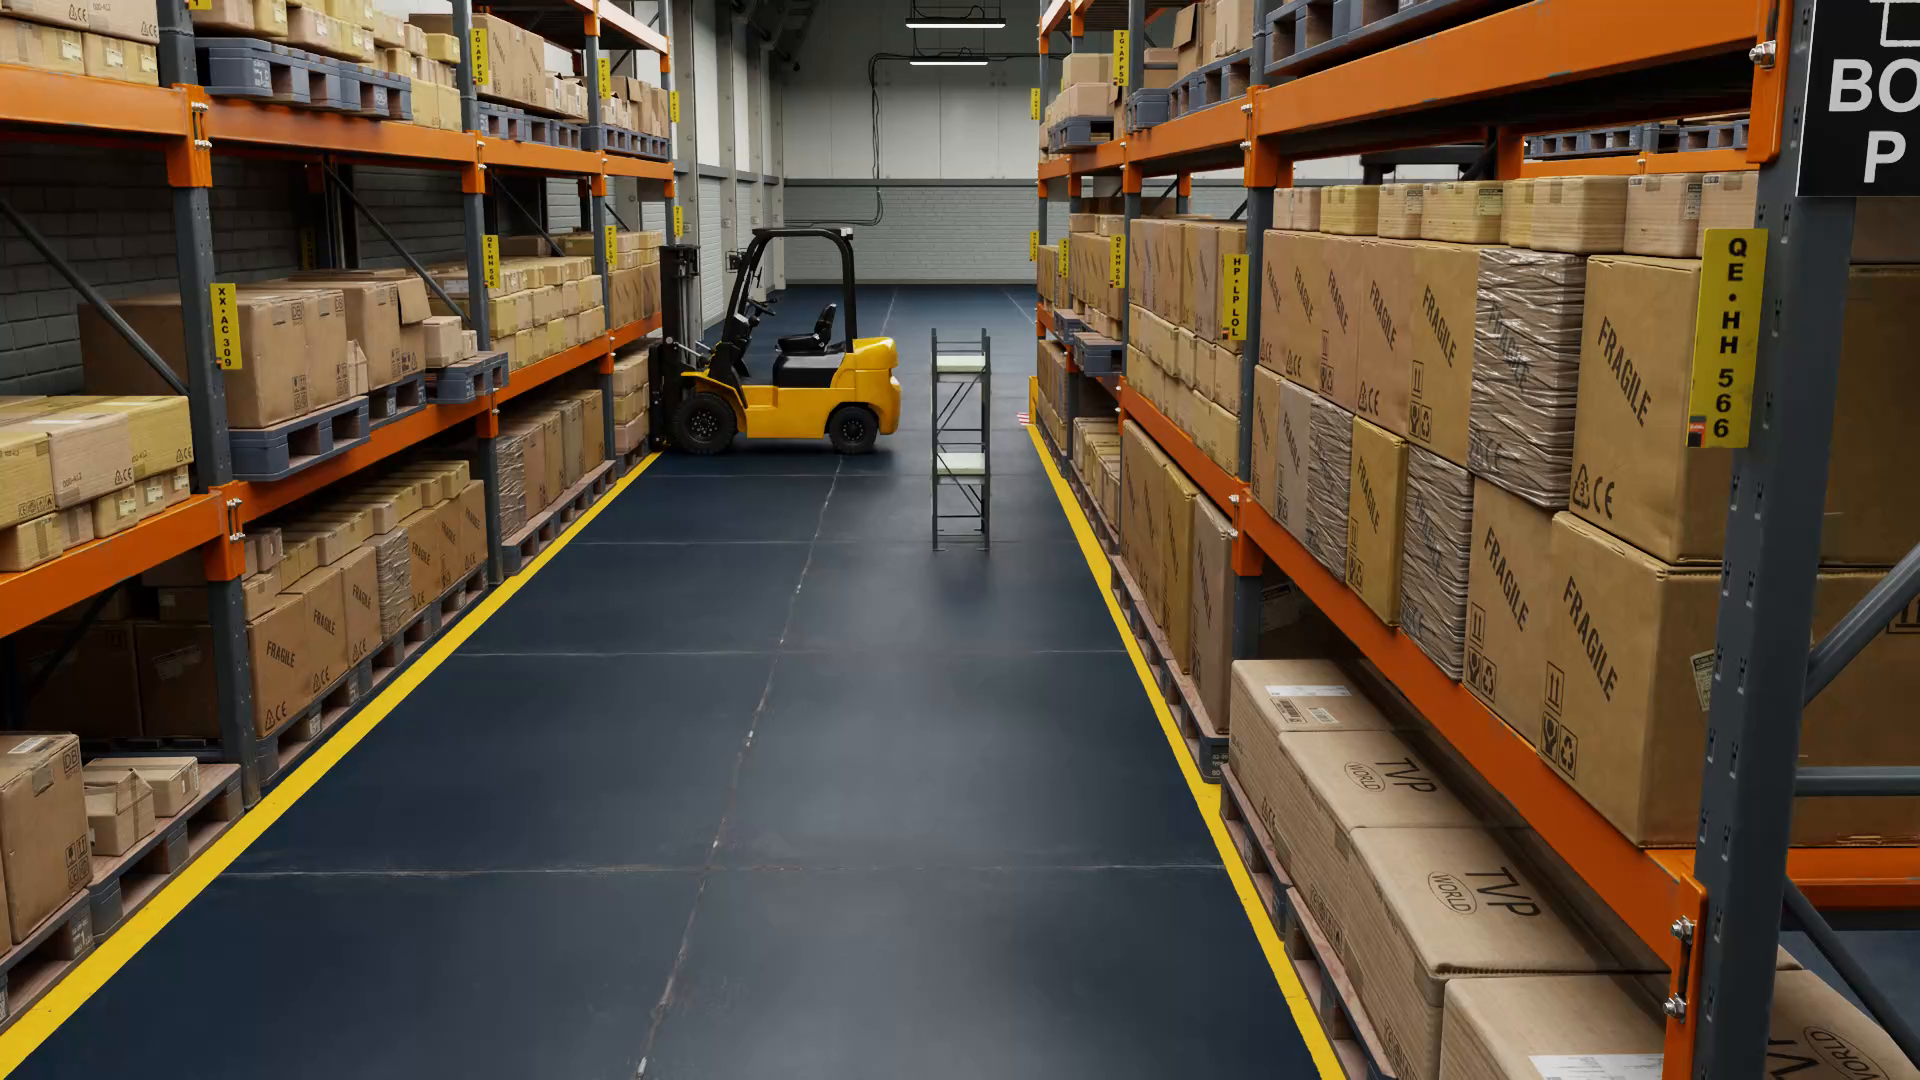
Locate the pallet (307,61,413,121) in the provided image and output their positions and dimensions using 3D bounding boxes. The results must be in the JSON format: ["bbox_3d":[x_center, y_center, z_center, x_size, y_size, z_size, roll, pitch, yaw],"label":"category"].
[{"bbox_3d":[-3.323,-2.103,7.809,1.213,0.211,1.003,0,11,-1],"label":"pallet"}]

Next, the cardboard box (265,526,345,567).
[{"bbox_3d":[-3.183,0.030,7.966,0.380,0.149,0.250,0,11,-1],"label":"cardboard box"}]

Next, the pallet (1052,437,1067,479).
[{"bbox_3d":[1.393,-0.767,15.310,1.003,0.211,1.213,0,11,-1],"label":"pallet"}]

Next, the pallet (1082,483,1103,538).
[{"bbox_3d":[1.488,-0.236,12.691,1.003,0.211,1.213,0,11,-1],"label":"pallet"}]

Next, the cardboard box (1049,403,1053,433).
[{"bbox_3d":[1.134,-1.182,16.200,0.500,0.250,0.500,0,11,0],"label":"cardboard box"}]

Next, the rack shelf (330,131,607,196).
[{"bbox_3d":[-3.479,-2.699,12.085,1.077,0.370,4.000,0,11,-1],"label":"rack shelf"}]

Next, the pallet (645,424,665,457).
[{"bbox_3d":[-3.523,-1.014,16.527,1.003,0.211,1.213,0,11,-1],"label":"pallet"}]

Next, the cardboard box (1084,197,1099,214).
[{"bbox_3d":[1.576,-3.078,16.174,0.700,0.500,0.500,0,11,-2],"label":"cardboard box"}]

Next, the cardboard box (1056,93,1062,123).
[{"bbox_3d":[1.054,-3.485,13.469,0.500,0.250,0.500,-1,11,-3],"label":"cardboard box"}]

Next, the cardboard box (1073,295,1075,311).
[{"bbox_3d":[1.138,-1.972,13.810,0.380,0.149,0.250,0,11,0],"label":"cardboard box"}]

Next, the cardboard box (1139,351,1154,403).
[{"bbox_3d":[1.312,-0.931,9.483,0.500,0.250,0.500,-1,11,-3],"label":"cardboard box"}]

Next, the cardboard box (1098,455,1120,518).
[{"bbox_3d":[1.500,-0.382,11.952,0.950,0.372,0.625,0,11,-2],"label":"cardboard box"}]

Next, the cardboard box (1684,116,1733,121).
[{"bbox_3d":[6.152,-3.579,13.641,0.258,0.266,0.396,0,11,-2],"label":"cardboard box"}]

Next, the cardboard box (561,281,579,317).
[{"bbox_3d":[-3.232,-1.850,12.755,0.500,0.250,0.500,0,11,0],"label":"cardboard box"}]

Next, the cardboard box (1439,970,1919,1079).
[{"bbox_3d":[1.577,1.304,3.475,0.875,0.438,0.875,-1,11,-3],"label":"cardboard box"}]

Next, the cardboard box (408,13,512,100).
[{"bbox_3d":[-3.209,-3.103,10.706,0.500,0.500,0.500,0,11,-1],"label":"cardboard box"}]

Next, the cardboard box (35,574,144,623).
[{"bbox_3d":[-3.651,0.240,6.929,0.380,0.149,0.250,-1,11,-3],"label":"cardboard box"}]

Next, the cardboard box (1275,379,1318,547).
[{"bbox_3d":[1.362,-0.265,5.568,0.500,0.500,0.500,0,11,-1],"label":"cardboard box"}]

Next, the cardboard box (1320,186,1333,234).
[{"bbox_3d":[1.367,-1.052,5.303,0.380,0.149,0.250,0,11,-2],"label":"cardboard box"}]

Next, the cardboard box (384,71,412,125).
[{"bbox_3d":[-3.163,-2.280,8.588,0.500,0.250,0.500,0,11,-1],"label":"cardboard box"}]

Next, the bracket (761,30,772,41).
[{"bbox_3d":[-4.622,-12.026,39.652,0.235,0.232,0.430,0,11,-1],"label":"bracket"}]

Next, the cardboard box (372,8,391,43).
[{"bbox_3d":[-3.108,-2.597,8.397,0.380,0.149,0.250,0,11,-1],"label":"cardboard box"}]

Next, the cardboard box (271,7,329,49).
[{"bbox_3d":[-2.957,-2.204,7.158,0.380,0.149,0.250,0,11,0],"label":"cardboard box"}]

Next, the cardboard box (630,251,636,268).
[{"bbox_3d":[-3.239,-2.615,15.523,0.380,0.149,0.250,0,11,-2],"label":"cardboard box"}]

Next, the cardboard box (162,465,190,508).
[{"bbox_3d":[-3.096,-0.204,6.150,0.380,0.149,0.250,0,11,0],"label":"cardboard box"}]

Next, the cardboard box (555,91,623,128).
[{"bbox_3d":[-3.294,-3.827,14.750,0.500,0.311,0.500,0,11,0],"label":"cardboard box"}]

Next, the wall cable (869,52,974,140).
[{"bbox_3d":[-1.144,-13.091,49.063,3.097,2.526,0.112,0,11,-1],"label":"wall cable"}]

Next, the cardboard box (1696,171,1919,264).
[{"bbox_3d":[1.483,-0.542,2.791,0.380,0.149,0.250,0,11,0],"label":"cardboard box"}]

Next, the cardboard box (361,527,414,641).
[{"bbox_3d":[-3.171,0.225,8.637,0.500,0.500,0.500,-1,11,-3],"label":"cardboard box"}]

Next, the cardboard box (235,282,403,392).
[{"bbox_3d":[-3.168,-1.000,8.136,0.700,0.500,0.500,0,11,-1],"label":"cardboard box"}]

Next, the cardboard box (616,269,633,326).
[{"bbox_3d":[-3.296,-2.221,15.211,0.500,0.500,0.500,0,11,0],"label":"cardboard box"}]

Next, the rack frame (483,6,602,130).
[{"bbox_3d":[-3.520,-4.919,13.674,1.000,3.000,0.127,0,11,-1],"label":"rack frame"}]

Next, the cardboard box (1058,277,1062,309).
[{"bbox_3d":[1.167,-2.385,15.270,0.500,0.500,0.500,0,11,1],"label":"cardboard box"}]

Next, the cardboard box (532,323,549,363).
[{"bbox_3d":[-3.226,-1.402,11.804,0.500,0.250,0.500,-1,11,-3],"label":"cardboard box"}]

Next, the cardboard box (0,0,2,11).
[{"bbox_3d":[-3.074,-1.631,4.640,0.500,0.250,0.500,0,11,0],"label":"cardboard box"}]

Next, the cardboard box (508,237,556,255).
[{"bbox_3d":[-3.793,-2.604,14.720,0.380,0.149,0.250,-1,11,-3],"label":"cardboard box"}]

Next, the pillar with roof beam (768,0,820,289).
[{"bbox_3d":[-0.805,-11.554,46.375,9.100,9.000,0.548,0,11,-1],"label":"pillar with roof beam"}]

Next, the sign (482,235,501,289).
[{"bbox_3d":[-2.895,-1.717,10.265,0.100,0.325,0.005,0,11,-1],"label":"sign"}]

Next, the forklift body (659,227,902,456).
[{"bbox_3d":[-1.740,-1.989,16.453,2.313,2.155,1.214,0,11,-1],"label":"forklift body"}]

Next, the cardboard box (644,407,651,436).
[{"bbox_3d":[-3.251,-1.138,15.984,0.500,0.250,0.500,0,11,0],"label":"cardboard box"}]

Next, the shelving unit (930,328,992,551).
[{"bbox_3d":[0.000,-0.736,11.917,0.431,1.500,0.755,0,11,-1],"label":"shelving unit"}]

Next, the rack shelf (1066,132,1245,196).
[{"bbox_3d":[1.484,-2.720,12.189,1.077,0.370,4.000,0,11,-1],"label":"rack shelf"}]

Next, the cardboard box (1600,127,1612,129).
[{"bbox_3d":[6.050,-3.815,15.100,0.380,0.149,0.250,0,11,0],"label":"cardboard box"}]

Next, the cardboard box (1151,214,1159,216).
[{"bbox_3d":[1.705,-2.491,13.107,0.380,0.149,0.250,-1,11,-3],"label":"cardboard box"}]

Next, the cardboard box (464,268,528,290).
[{"bbox_3d":[-3.241,-1.821,11.610,0.380,0.149,0.250,0,11,-1],"label":"cardboard box"}]

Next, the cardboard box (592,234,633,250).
[{"bbox_3d":[-3.359,-2.862,15.990,0.380,0.149,0.250,0,11,-1],"label":"cardboard box"}]

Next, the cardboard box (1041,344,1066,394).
[{"bbox_3d":[1.116,-1.751,17.120,0.500,0.500,0.500,-1,11,-3],"label":"cardboard box"}]

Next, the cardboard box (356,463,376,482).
[{"bbox_3d":[-3.738,-0.378,9.976,0.380,0.149,0.250,0,11,2],"label":"cardboard box"}]

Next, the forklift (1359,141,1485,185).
[{"bbox_3d":[3.440,-1.629,12.718,1.130,2.935,3.031,2,12,9],"label":"forklift"}]

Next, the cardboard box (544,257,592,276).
[{"bbox_3d":[-3.291,-2.279,13.866,0.380,0.149,0.250,0,11,1],"label":"cardboard box"}]

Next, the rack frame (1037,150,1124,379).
[{"bbox_3d":[1.360,-2.796,18.294,1.000,3.000,0.127,0,11,-1],"label":"rack frame"}]

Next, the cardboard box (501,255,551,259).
[{"bbox_3d":[-3.784,-2.409,14.506,0.380,0.149,0.250,0,11,-1],"label":"cardboard box"}]

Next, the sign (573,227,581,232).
[{"bbox_3d":[-4.158,-3.236,18.091,0.100,0.325,0.005,0,11,-1],"label":"sign"}]

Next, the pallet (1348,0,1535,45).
[{"bbox_3d":[1.636,-1.432,4.253,1.003,0.211,1.213,0,11,-1],"label":"pallet"}]

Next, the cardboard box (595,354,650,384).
[{"bbox_3d":[-3.239,-1.626,15.872,0.500,0.250,0.500,0,11,1],"label":"cardboard box"}]
